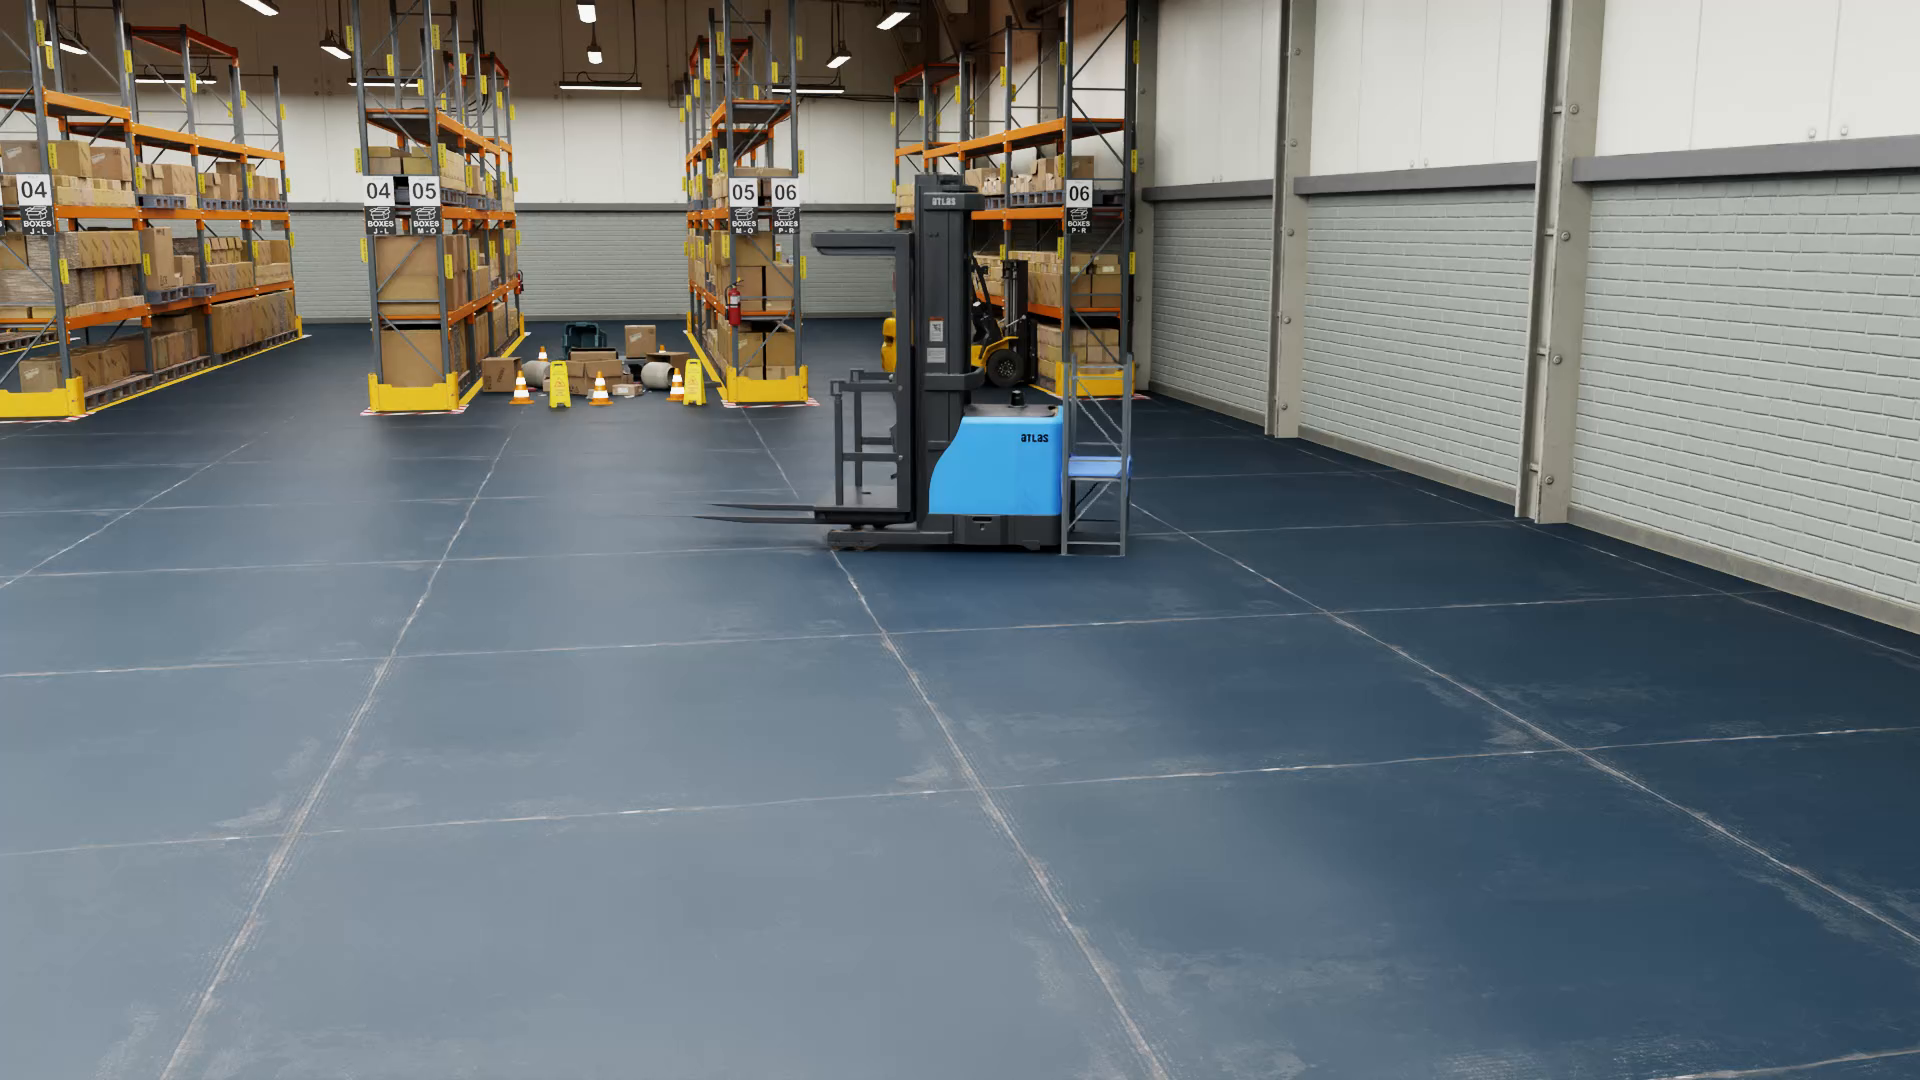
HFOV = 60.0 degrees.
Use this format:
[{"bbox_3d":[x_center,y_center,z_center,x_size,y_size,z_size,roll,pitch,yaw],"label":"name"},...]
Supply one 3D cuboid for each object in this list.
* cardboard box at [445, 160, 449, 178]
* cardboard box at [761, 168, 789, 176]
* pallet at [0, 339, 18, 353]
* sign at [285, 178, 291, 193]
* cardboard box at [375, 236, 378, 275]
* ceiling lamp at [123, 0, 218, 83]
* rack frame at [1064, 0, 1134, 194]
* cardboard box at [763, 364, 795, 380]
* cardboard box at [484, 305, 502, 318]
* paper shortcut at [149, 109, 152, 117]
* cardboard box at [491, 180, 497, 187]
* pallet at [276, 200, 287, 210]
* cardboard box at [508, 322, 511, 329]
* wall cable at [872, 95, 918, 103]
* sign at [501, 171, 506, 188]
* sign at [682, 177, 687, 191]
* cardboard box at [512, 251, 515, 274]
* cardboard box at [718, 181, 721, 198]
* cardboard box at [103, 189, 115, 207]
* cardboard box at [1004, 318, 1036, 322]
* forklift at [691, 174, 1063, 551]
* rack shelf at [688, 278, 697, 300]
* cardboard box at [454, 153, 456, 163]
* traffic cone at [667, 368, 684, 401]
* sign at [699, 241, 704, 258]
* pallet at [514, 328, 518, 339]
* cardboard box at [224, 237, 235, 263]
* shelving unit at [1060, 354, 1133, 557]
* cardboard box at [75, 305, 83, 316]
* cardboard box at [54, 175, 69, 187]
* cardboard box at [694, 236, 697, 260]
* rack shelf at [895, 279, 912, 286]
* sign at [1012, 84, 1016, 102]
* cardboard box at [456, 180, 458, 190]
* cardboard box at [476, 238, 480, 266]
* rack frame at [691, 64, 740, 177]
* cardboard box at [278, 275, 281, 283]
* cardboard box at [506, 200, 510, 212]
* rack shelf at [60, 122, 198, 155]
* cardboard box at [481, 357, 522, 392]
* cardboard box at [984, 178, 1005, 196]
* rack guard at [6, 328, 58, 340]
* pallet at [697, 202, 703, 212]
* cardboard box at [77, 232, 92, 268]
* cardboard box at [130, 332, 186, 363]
[{"bbox_3d":[-7.598,-5.310,23.765,0.500,0.250,0.500,-2,11,-12],"label":"cardboard box"},{"bbox_3d":[-2.689,-5.331,24.198,0.380,0.149,0.250,-2,11,-11],"label":"cardboard box"},{"bbox_3d":[-19.914,-3.940,33.834,1.003,0.211,1.213,-2,11,-11],"label":"pallet"},{"bbox_3d":[-15.118,-7.977,37.407,0.100,0.325,0.005,-2,11,-11],"label":"sign"},{"bbox_3d":[-7.888,-4.089,23.867,0.875,0.550,0.550,-2,11,-11],"label":"cardboard box"},{"bbox_3d":[-18.563,-12.309,38.687,2.000,3.185,0.800,-2,11,-11],"label":"ceiling lamp"},{"bbox_3d":[2.048,-6.645,24.539,1.000,3.000,0.127,-2,11,-11],"label":"rack frame"},{"bbox_3d":[-2.706,-2.530,25.196,0.500,0.250,0.500,-2,11,-11],"label":"cardboard box"},{"bbox_3d":[-9.394,-4.547,33.119,0.500,0.250,0.500,-3,11,-14],"label":"cardboard box"},{"bbox_3d":[-14.869,-7.862,30.562,0.009,0.170,0.078,9,-22,-13],"label":"paper shortcut"},{"bbox_3d":[-9.809,-7.422,34.644,0.380,0.149,0.250,-2,11,-12],"label":"cardboard box"},{"bbox_3d":[-15.498,-7.385,36.687,1.003,0.211,1.213,-2,11,-11],"label":"pallet"},{"bbox_3d":[-9.747,-4.549,35.278,0.380,0.149,0.250,-2,11,-8],"label":"cardboard box"},{"bbox_3d":[-0.906,-13.393,45.120,2.988,3.039,0.133,-2,11,-11],"label":"wall cable"},{"bbox_3d":[-9.446,-7.460,34.412,0.100,0.325,0.005,-2,11,-11],"label":"sign"},{"bbox_3d":[-6.478,-8.373,39.096,0.100,0.325,0.005,-2,11,-11],"label":"sign"},{"bbox_3d":[-10.225,-6.187,37.118,0.500,0.500,0.500,-2,11,-11],"label":"cardboard box"},{"bbox_3d":[-3.487,-5.426,25.766,0.500,0.250,0.500,-2,11,-10],"label":"cardboard box"},{"bbox_3d":[-12.779,-5.026,24.458,0.500,0.250,0.500,-2,11,-11],"label":"cardboard box"},{"bbox_3d":[1.056,-3.678,28.553,0.500,0.250,0.500,-2,11,-12],"label":"cardboard box"},{"bbox_3d":[-0.646,-1.448,13.467,3.031,2.935,1.130,1,11,5],"label":"forklift"},{"bbox_3d":[-5.543,-5.731,37.706,1.077,0.370,4.000,-2,11,-11],"label":"rack shelf"},{"bbox_3d":[-7.806,-5.762,25.071,0.380,0.149,0.250,-2,11,-12],"label":"cardboard box"},{"bbox_3d":[-4.169,-2.302,24.553,0.336,0.463,0.334,-2,11,-11],"label":"traffic cone"},{"bbox_3d":[-4.920,-5.531,31.640,0.100,0.325,0.005,-2,11,-11],"label":"sign"},{"bbox_3d":[-10.630,-4.718,37.921,1.003,0.211,1.213,-2,11,-11],"label":"pallet"},{"bbox_3d":[-14.621,-5.655,32.437,0.797,0.503,0.637,-2,11,-10],"label":"cardboard box"},{"bbox_3d":[1.110,-0.705,13.388,0.538,1.500,1.048,1,11,7],"label":"shelving unit"},{"bbox_3d":[-12.426,-3.186,23.087,0.380,0.149,0.250,-2,11,-11],"label":"cardboard box"},{"bbox_3d":[-12.323,-4.862,22.529,0.380,0.149,0.250,-2,11,-10],"label":"cardboard box"},{"bbox_3d":[-5.351,-6.166,35.130,0.500,0.500,0.500,-2,11,-10],"label":"cardboard box"},{"bbox_3d":[-0.675,-5.912,38.658,1.077,0.370,4.000,-2,11,-11],"label":"rack shelf"},{"bbox_3d":[1.036,-8.669,32.255,0.100,0.325,0.005,-2,11,-11],"label":"sign"},{"bbox_3d":[-7.800,-5.368,25.137,0.380,0.149,0.250,-2,11,-12],"label":"cardboard box"},{"bbox_3d":[-9.135,-5.243,30.277,0.700,0.500,0.500,-2,11,-11],"label":"cardboard box"},{"bbox_3d":[-5.154,-8.664,35.150,1.000,3.000,0.127,-2,11,-11],"label":"rack frame"},{"bbox_3d":[-15.010,-5.679,36.182,0.380,0.149,0.250,-2,11,-11],"label":"cardboard box"},{"bbox_3d":[-10.010,-7.201,35.885,0.500,0.250,0.500,-2,11,-9],"label":"cardboard box"},{"bbox_3d":[-13.708,-6.654,27.580,1.077,0.370,4.000,-2,11,-11],"label":"rack shelf"},{"bbox_3d":[-7.126,-2.577,25.893,0.500,0.500,0.500,0,11,-1],"label":"cardboard box"},{"bbox_3d":[0.741,-6.381,30.024,0.500,0.311,0.500,-3,11,-13],"label":"cardboard box"},{"bbox_3d":[-20.529,-4.686,36.980,1.175,0.500,0.348,-2,11,-11],"label":"rack guard"},{"bbox_3d":[-4.774,-6.685,33.282,1.003,0.211,1.213,-2,11,-8],"label":"pallet"},{"bbox_3d":[-12.471,-4.045,23.189,0.500,0.500,0.500,-2,11,-11],"label":"cardboard box"},{"bbox_3d":[-13.710,-3.284,28.437,0.700,0.500,0.500,-1,11,-6],"label":"cardboard box"}]
